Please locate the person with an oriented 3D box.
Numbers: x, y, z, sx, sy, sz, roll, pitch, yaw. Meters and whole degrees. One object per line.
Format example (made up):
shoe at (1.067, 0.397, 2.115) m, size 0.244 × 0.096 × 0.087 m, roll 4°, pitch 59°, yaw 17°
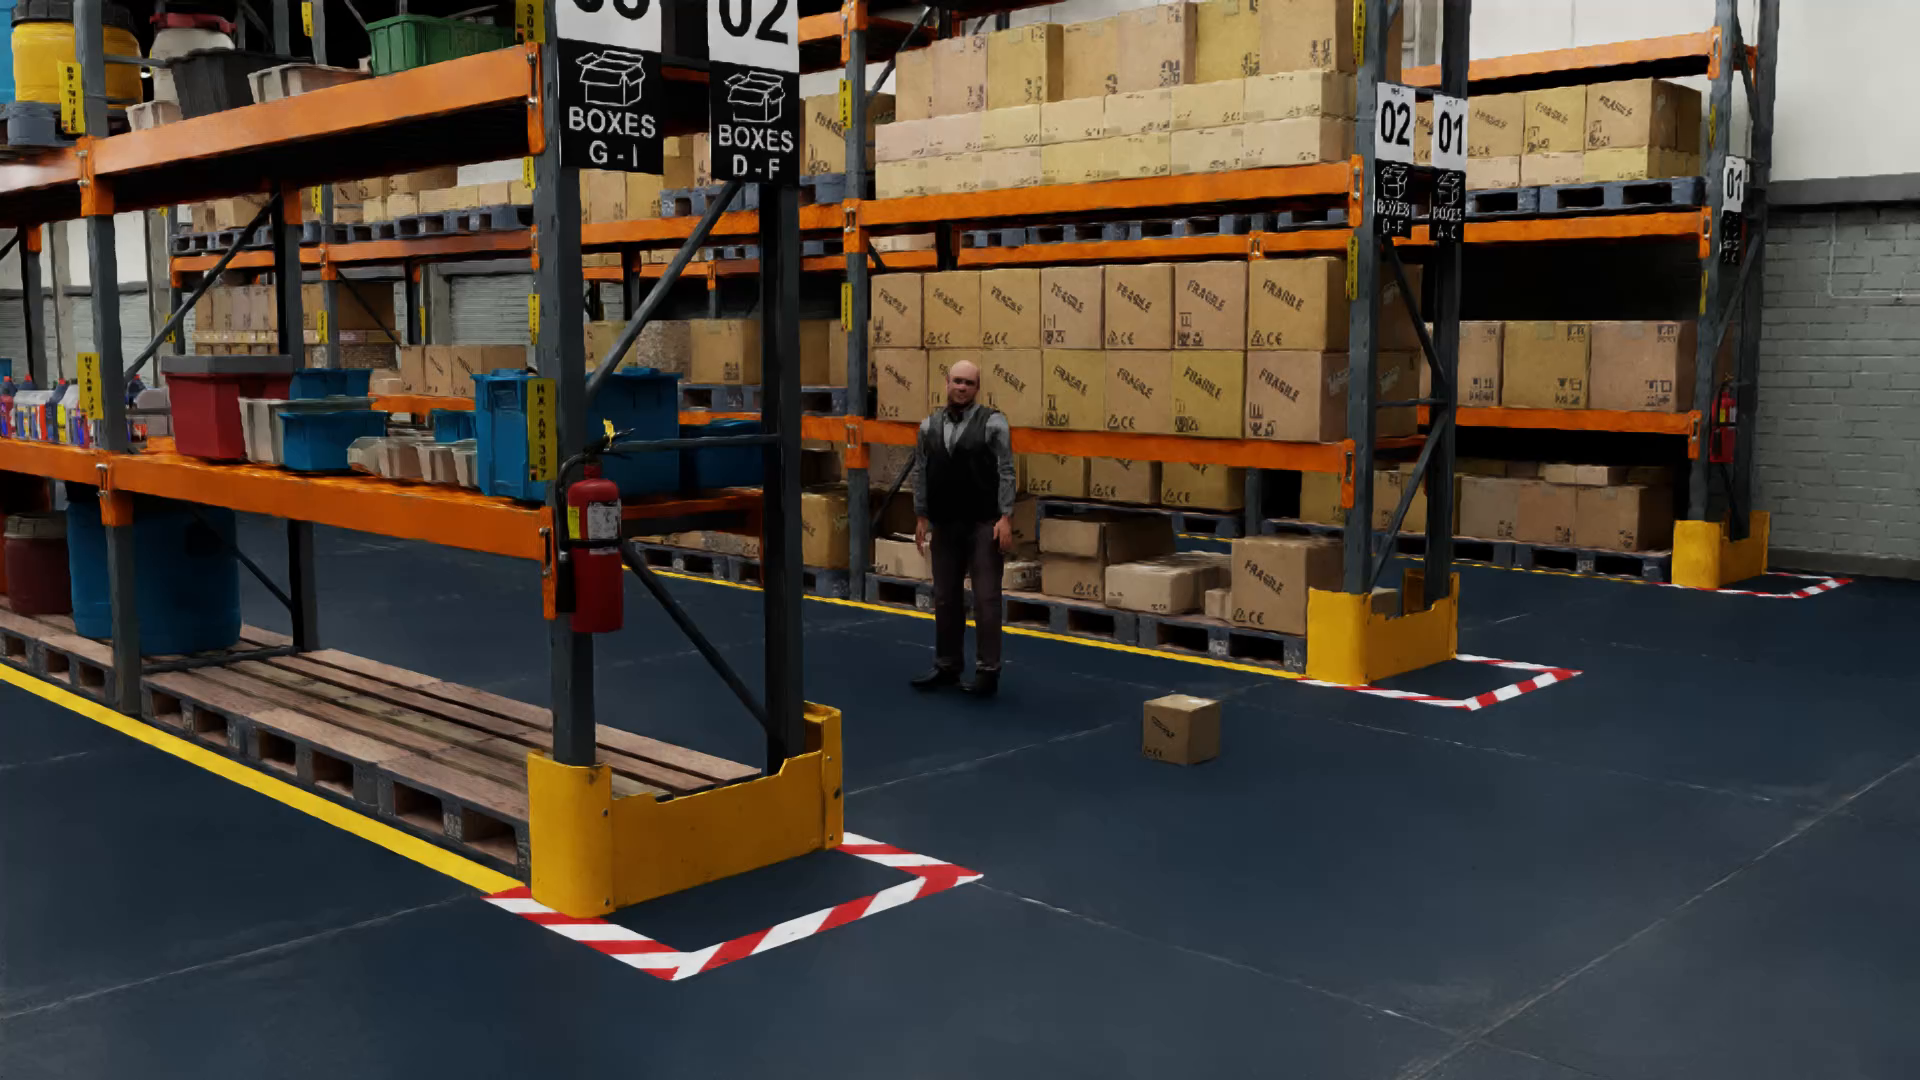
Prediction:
person at (-0.001, -0.064, 8.651) m, size 0.588 × 1.730 × 0.470 m, roll 3°, pitch 8°, yaw 25°
